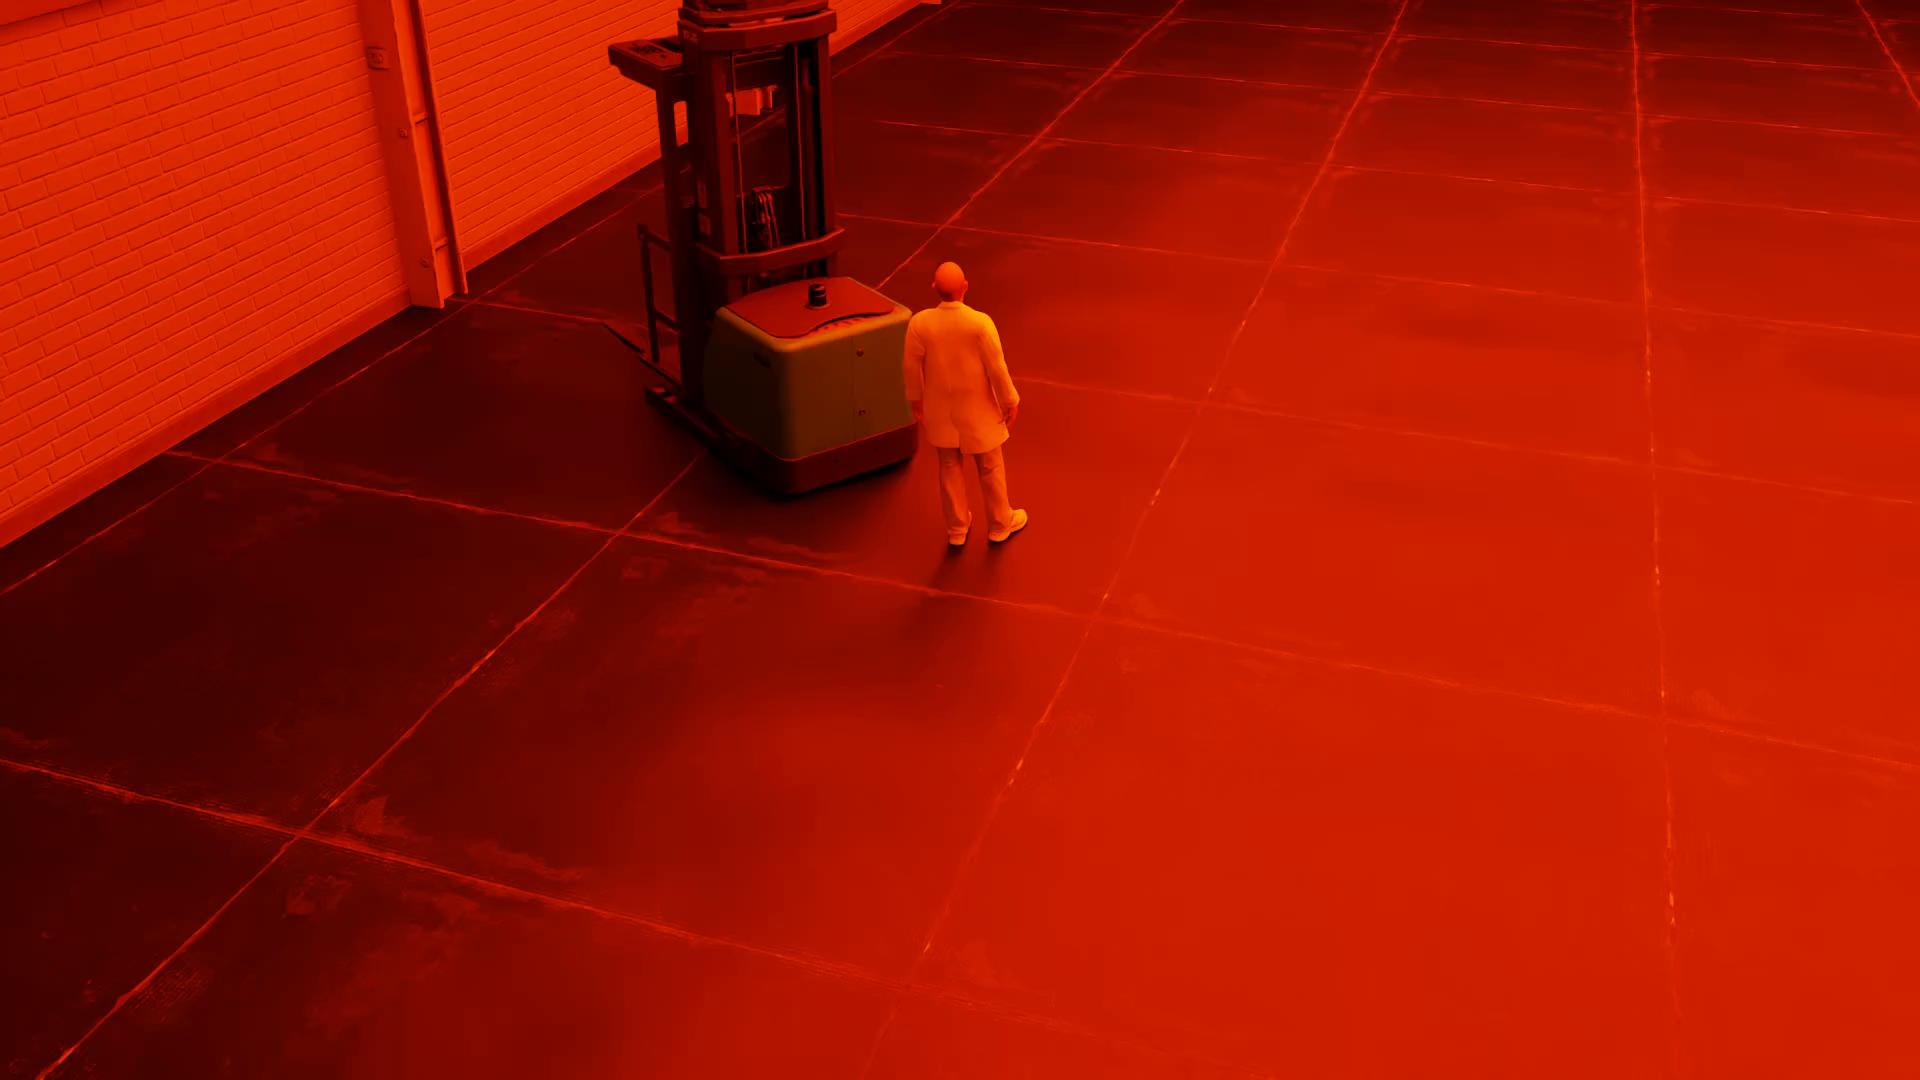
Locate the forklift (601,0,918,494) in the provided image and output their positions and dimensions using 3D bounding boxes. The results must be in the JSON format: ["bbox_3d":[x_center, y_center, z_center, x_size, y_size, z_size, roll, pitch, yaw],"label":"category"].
[{"bbox_3d":[-1.553,-2.235,11.057,1.130,2.935,3.031,-20,35,-31],"label":"forklift"}]

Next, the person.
[{"bbox_3d":[0.034,-0.820,9.725,0.696,1.776,0.581,10,31,16],"label":"person"}]
